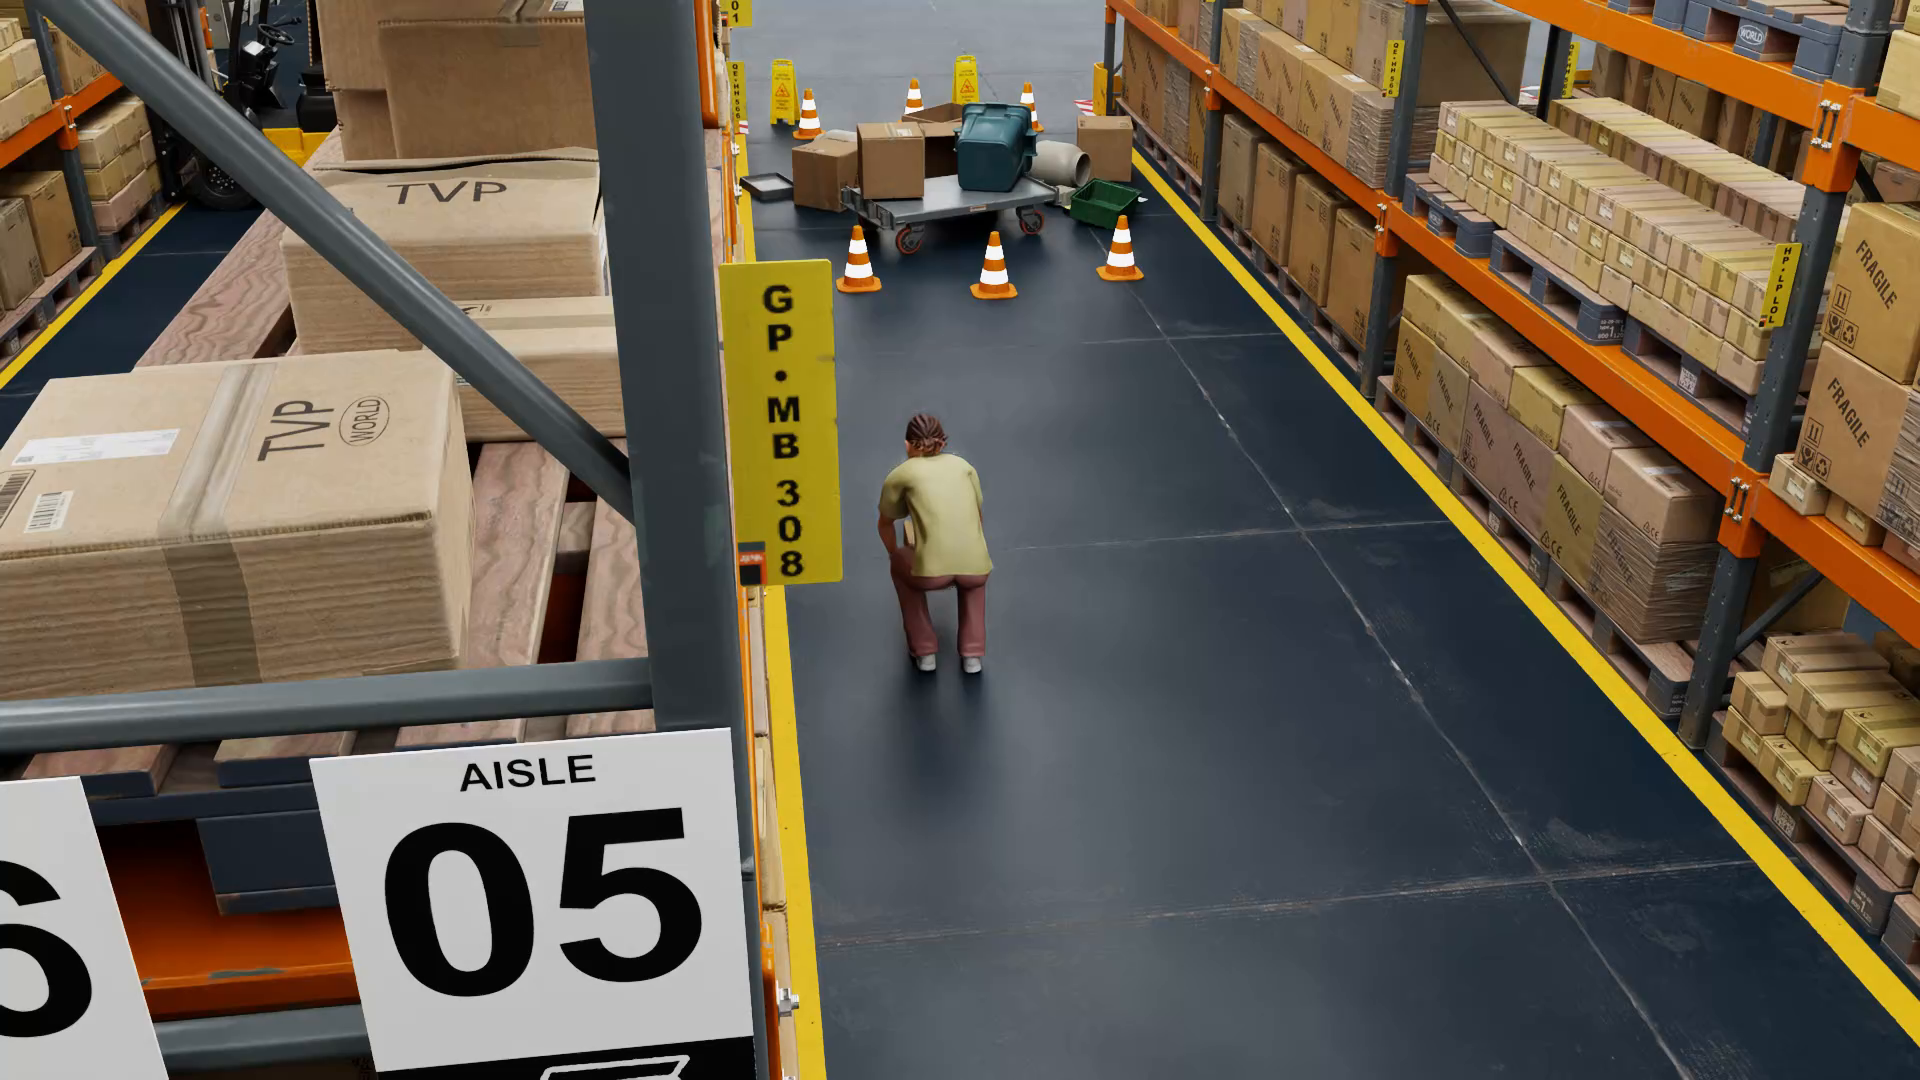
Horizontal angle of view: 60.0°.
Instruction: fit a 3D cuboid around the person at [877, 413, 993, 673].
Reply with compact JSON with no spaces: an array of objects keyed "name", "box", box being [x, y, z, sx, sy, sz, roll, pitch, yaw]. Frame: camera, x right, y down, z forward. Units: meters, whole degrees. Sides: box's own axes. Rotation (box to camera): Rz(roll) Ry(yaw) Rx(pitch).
[{"name":"person","box":[-0.114,0.095,7.684,0.504,0.992,0.747,-4,28,-7]}]
